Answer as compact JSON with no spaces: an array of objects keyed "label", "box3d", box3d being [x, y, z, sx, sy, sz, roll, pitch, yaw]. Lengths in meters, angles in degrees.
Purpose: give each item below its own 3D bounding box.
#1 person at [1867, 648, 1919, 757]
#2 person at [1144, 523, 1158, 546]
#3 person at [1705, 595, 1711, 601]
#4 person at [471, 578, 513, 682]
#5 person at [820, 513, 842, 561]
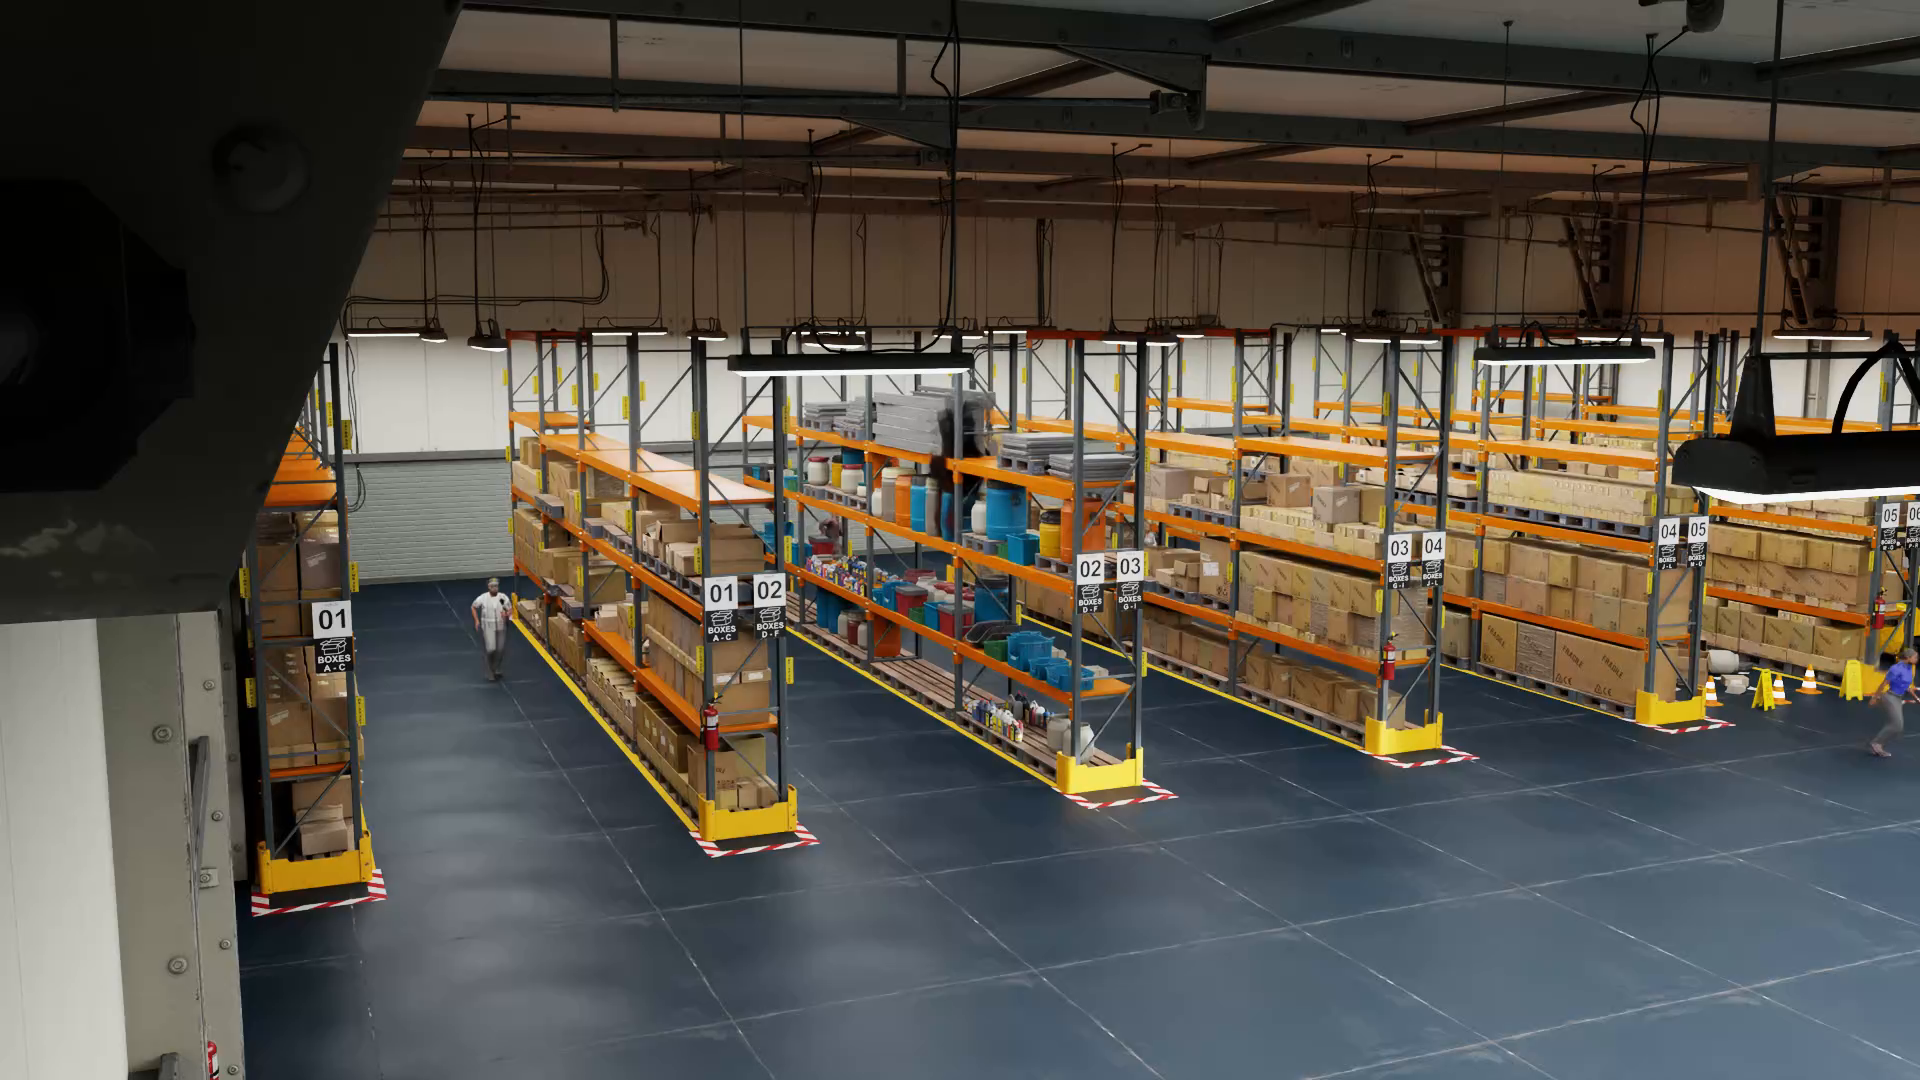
[{"label":"person","box3d":[13.366,2.388,23.743,0.578,1.476,0.609,-8,11,-44]},{"label":"person","box3d":[4.208,0.454,37.666,0.531,1.506,0.825,-3,8,-20]},{"label":"person","box3d":[15.530,0.850,34.643,0.931,1.579,0.710,7,10,42]},{"label":"person","box3d":[-8.064,1.556,28.808,0.650,1.814,0.714,-4,9,-29]},{"label":"person","box3d":[-3.025,0.098,39.313,1.029,1.730,0.773,1,8,10]}]
